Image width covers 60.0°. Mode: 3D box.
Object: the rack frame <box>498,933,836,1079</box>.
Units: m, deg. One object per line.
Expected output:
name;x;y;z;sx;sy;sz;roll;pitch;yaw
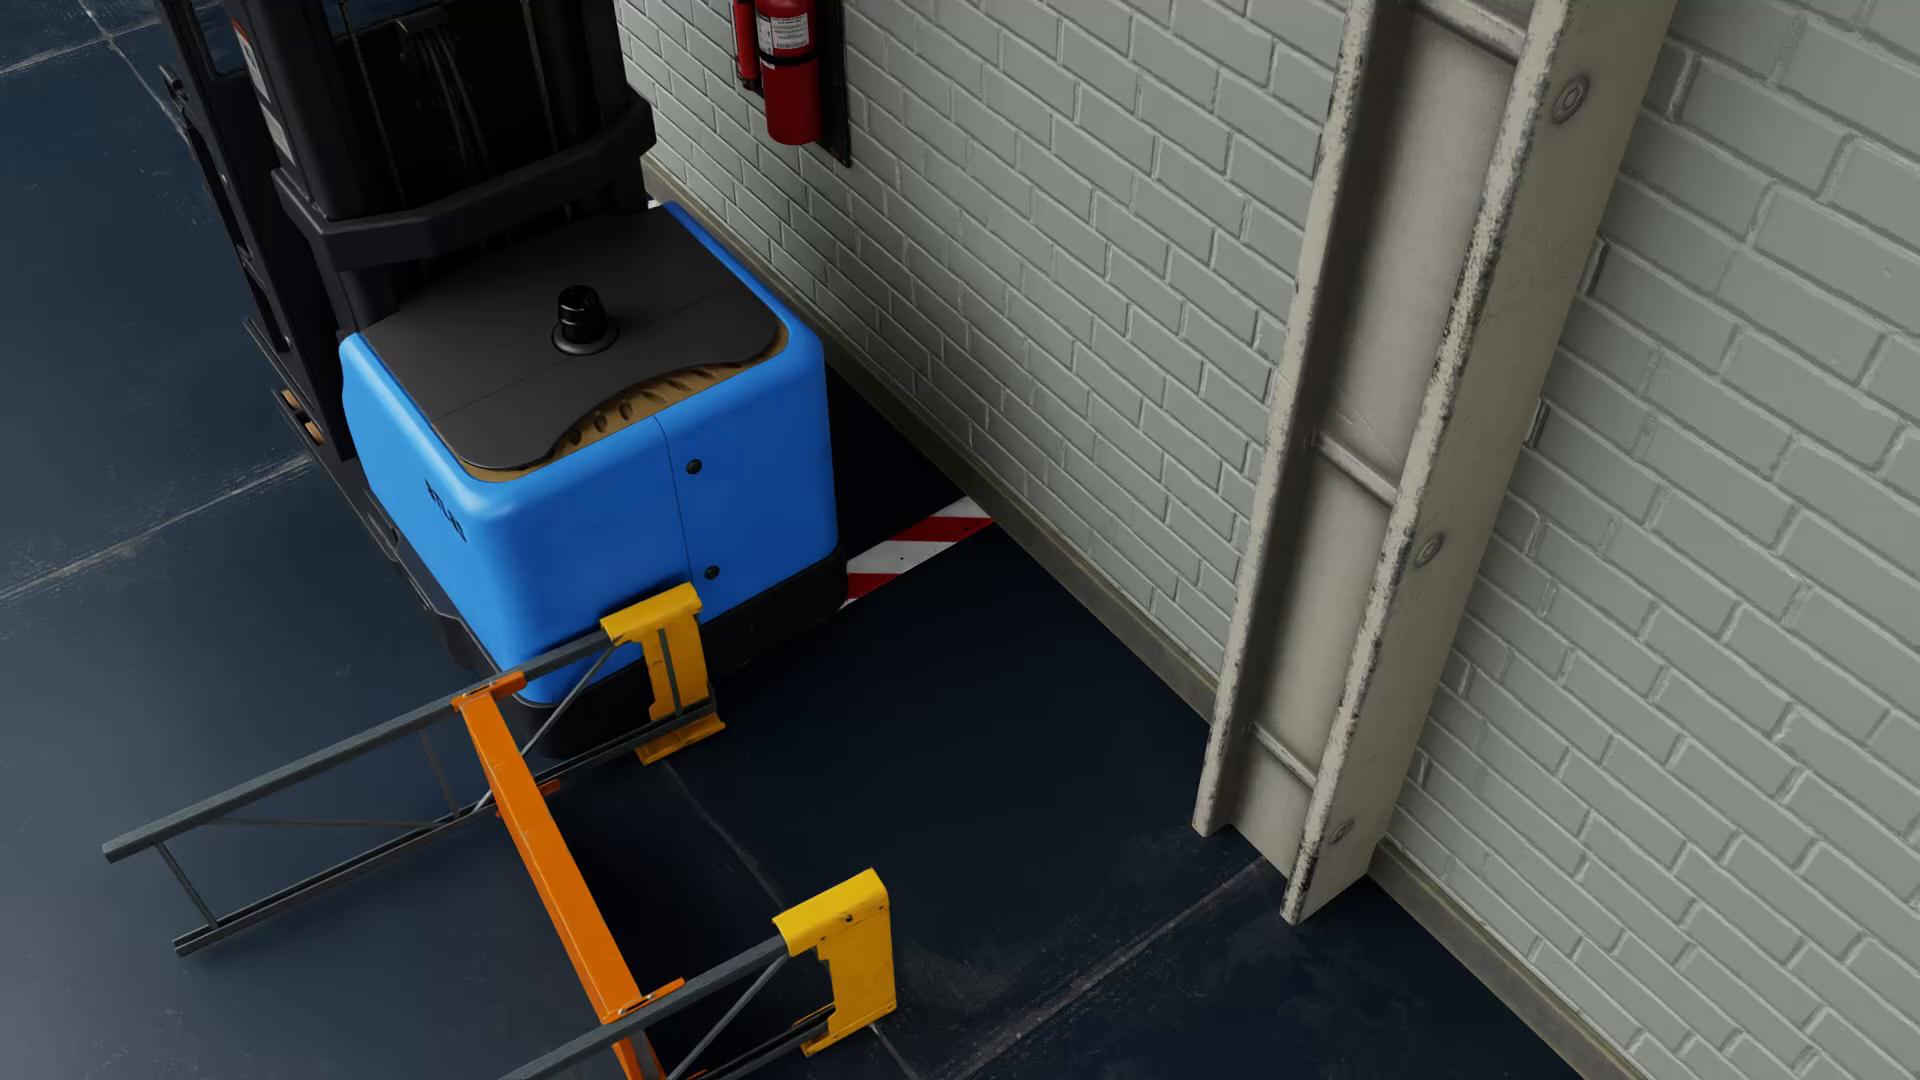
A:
rack frame;-0.824;1.245;3.709;1.500;0.500;0.032;-24;52;-20

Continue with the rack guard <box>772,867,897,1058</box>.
rack guard;-0.287;1.004;3.919;0.250;0.587;0.087;-24;52;-20

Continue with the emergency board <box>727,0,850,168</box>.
emergency board;-0.594;-1.658;4.729;0.194;1.169;0.643;-29;54;-24

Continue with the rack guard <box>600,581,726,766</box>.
rack guard;-0.795;0.370;4.495;0.250;0.587;0.087;-24;52;-20

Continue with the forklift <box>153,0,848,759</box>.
forklift;-1.626;-1.425;4.564;1.130;2.935;3.031;-29;54;-24

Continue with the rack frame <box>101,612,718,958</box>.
rack frame;-1.343;0.597;4.296;1.500;0.500;0.032;-24;52;-20

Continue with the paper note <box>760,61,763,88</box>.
paper note;-0.646;-1.498;5.178;0.016;0.148;0.142;-29;54;-24

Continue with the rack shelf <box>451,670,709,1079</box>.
rack shelf;-0.929;0.852;4.063;0.185;0.538;1.000;-24;52;-20

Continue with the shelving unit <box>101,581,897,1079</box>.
shelving unit;-1.079;0.927;3.997;1.500;0.587;1.083;-24;52;-20
